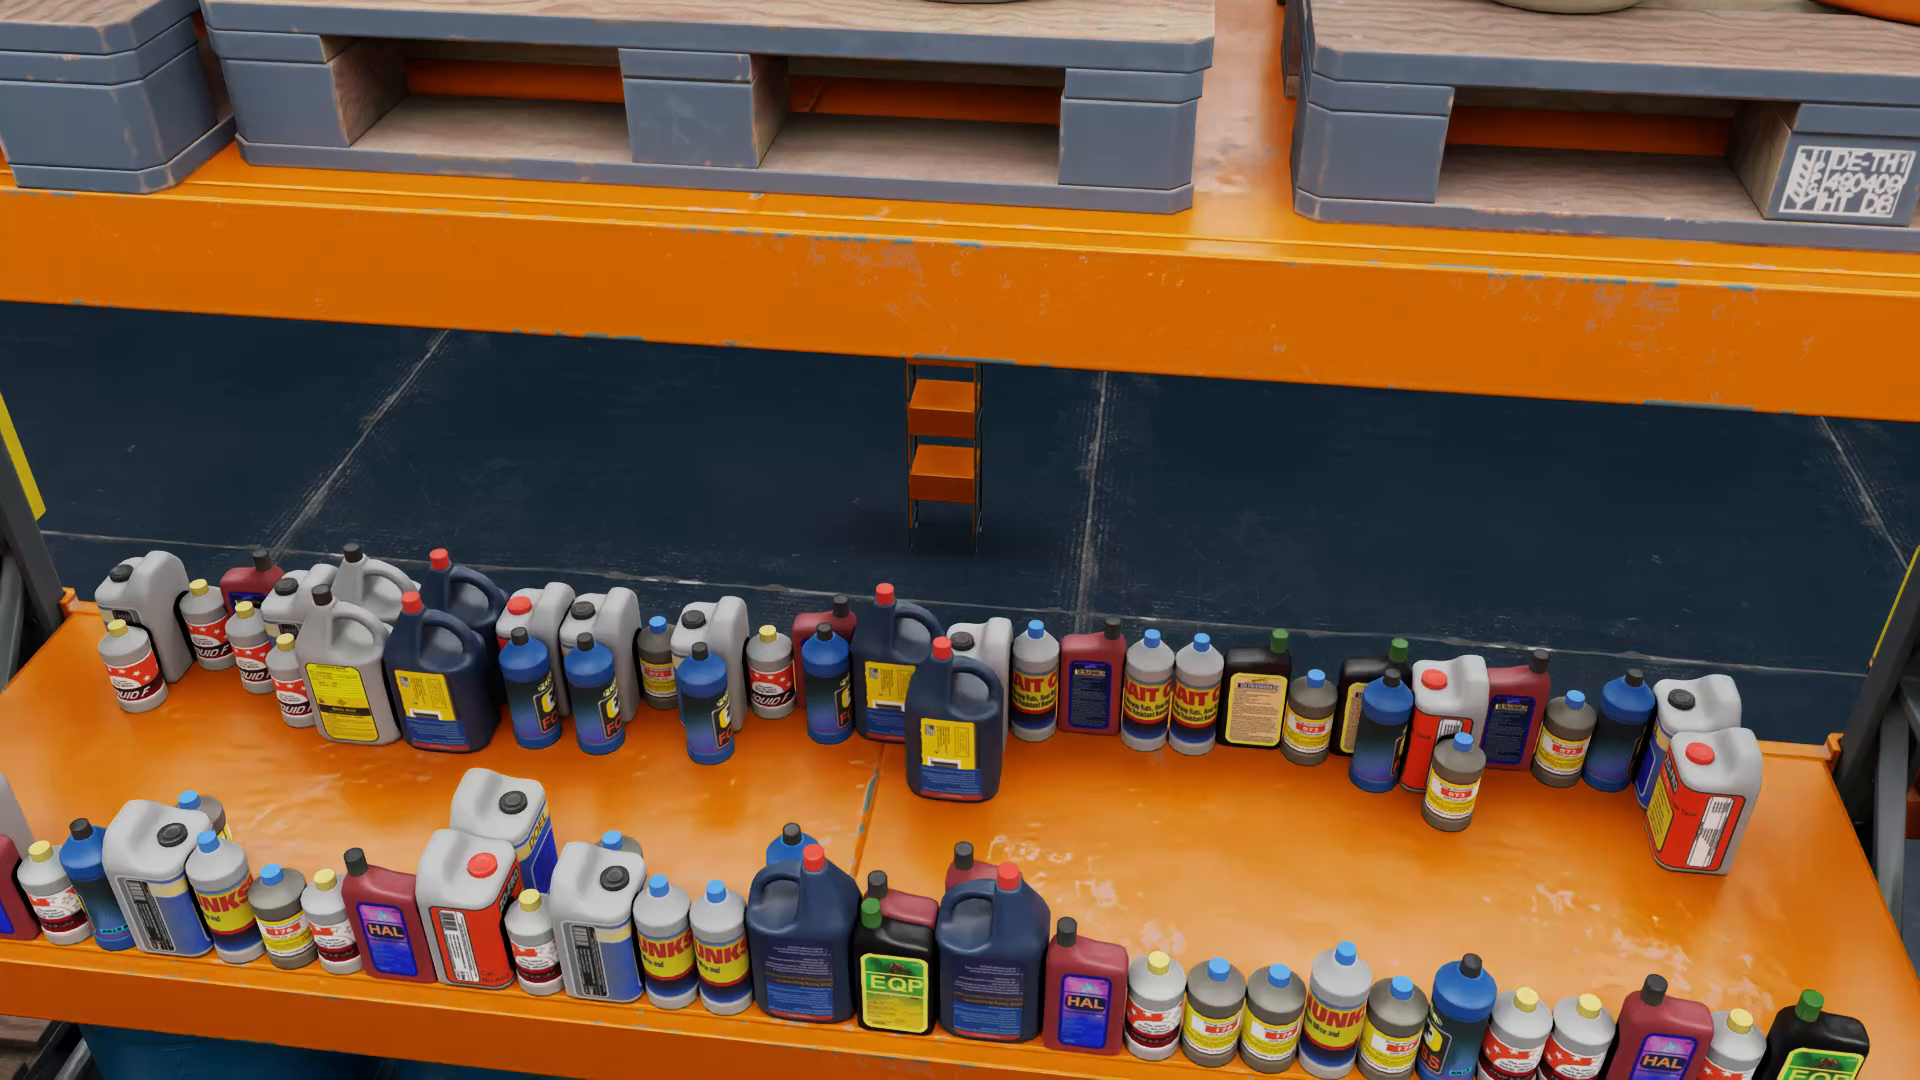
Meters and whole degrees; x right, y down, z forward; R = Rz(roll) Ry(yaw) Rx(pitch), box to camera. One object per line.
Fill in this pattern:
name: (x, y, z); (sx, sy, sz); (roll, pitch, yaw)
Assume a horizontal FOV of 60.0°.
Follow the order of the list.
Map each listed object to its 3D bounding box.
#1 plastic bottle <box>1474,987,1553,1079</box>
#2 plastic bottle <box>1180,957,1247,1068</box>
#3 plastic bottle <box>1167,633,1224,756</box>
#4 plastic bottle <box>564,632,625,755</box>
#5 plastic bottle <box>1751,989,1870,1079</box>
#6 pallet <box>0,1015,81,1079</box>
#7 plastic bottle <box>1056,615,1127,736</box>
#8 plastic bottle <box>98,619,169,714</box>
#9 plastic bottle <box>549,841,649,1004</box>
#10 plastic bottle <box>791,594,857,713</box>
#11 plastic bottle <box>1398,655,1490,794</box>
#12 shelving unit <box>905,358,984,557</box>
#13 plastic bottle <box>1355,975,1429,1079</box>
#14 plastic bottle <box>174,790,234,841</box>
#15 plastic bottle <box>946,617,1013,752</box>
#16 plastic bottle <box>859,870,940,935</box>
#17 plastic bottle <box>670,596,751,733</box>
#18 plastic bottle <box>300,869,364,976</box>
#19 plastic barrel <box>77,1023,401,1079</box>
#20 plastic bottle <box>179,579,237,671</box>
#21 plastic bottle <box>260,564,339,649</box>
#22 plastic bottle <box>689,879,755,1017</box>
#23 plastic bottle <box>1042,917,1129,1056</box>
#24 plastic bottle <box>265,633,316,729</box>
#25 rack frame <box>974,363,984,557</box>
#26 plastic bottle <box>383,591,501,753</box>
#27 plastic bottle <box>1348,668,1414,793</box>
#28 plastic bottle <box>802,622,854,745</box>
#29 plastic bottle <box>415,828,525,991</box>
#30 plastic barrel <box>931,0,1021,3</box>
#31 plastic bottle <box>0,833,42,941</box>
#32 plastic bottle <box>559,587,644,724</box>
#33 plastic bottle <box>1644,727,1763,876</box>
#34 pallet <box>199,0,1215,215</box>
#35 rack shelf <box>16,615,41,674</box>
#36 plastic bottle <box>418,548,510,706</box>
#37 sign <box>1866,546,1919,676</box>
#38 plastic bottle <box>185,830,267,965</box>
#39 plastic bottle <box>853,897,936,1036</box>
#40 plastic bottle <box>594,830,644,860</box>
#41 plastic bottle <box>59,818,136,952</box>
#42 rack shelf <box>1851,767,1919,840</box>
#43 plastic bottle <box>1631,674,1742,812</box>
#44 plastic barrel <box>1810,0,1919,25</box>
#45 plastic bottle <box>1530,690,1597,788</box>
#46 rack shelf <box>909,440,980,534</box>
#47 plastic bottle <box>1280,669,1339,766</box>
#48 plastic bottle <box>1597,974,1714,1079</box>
plastic bottle: (0.904, 0.808, 2.707); (0.097, 0.201, 0.097); (0, 36, 0)
plastic bottle: (0.421, 0.772, 2.757); (0.097, 0.201, 0.097); (0, 36, 0)
plastic bottle: (0.477, 0.303, 3.354); (0.097, 0.271, 0.097); (0, 36, 0)
plastic bottle: (-0.740, 0.301, 3.356); (0.097, 0.271, 0.097); (0, 36, 0)
plastic bottle: (1.341, 0.818, 2.622); (0.133, 0.283, 0.061); (4, 36, 6)
pallet: (-2.905, 1.362, 4.160); (1.213, 0.211, 1.003); (4, 36, 6)
plastic bottle: (0.268, 0.272, 3.387); (0.133, 0.283, 0.061); (4, 36, 6)
plastic bottle: (-1.736, 0.256, 3.481); (0.097, 0.201, 0.097); (0, 36, 0)
plastic bottle: (-0.612, 0.649, 2.866); (0.135, 0.276, 0.152); (4, 36, 6)
plastic bottle: (-0.277, 0.231, 3.444); (0.133, 0.283, 0.061); (4, 36, 6)
plastic bottle: (0.950, 0.353, 3.281); (0.135, 0.276, 0.152); (4, 36, 6)
shelving unit: (-0.053, -0.431, 5.951); (0.252, 1.050, 0.215); (4, 36, 6)
plastic bottle: (0.710, 0.794, 2.727); (0.097, 0.201, 0.097); (0, 36, 0)
plastic bottle: (-1.400, 0.547, 3.072); (0.097, 0.201, 0.097); (0, 36, 0)
plastic bottle: (0.033, 0.284, 3.376); (0.135, 0.276, 0.152); (4, 36, 6)
plastic bottle: (-0.100, 0.675, 2.823); (0.133, 0.283, 0.061); (4, 36, 6)
plastic bottle: (-0.513, 0.243, 3.434); (0.135, 0.276, 0.152); (4, 36, 6)
plastic bottle: (-1.093, 0.659, 2.915); (0.097, 0.201, 0.097); (0, 36, 0)
plastic barrel: (-1.633, 0.992, 3.723); (0.708, 0.901, 0.600); (4, 36, 6)
plastic bottle: (-1.620, 0.175, 3.593); (0.097, 0.201, 0.097); (0, 36, 0)
plastic bottle: (-1.376, 0.179, 3.524); (0.135, 0.276, 0.152); (4, 36, 6)
plastic bottle: (-0.404, 0.682, 2.823); (0.097, 0.271, 0.097); (0, 36, 0)
plastic bottle: (0.207, 0.733, 2.741); (0.133, 0.283, 0.061); (4, 36, 6)
plastic bottle: (-1.374, 0.283, 3.443); (0.097, 0.201, 0.097); (0, 36, 0)
rack frame: (0.068, -0.422, 5.938); (0.008, 1.050, 0.200); (4, 36, 6)
plastic bottle: (-1.052, 0.255, 3.353); (0.185, 0.351, 0.144); (4, 36, 6)
plastic bottle: (0.830, 0.365, 3.267); (0.097, 0.271, 0.097); (0, 36, 0)
plastic bottle: (-0.270, 0.283, 3.382); (0.097, 0.271, 0.097); (0, 36, 0)
plastic bottle: (-0.842, 0.631, 2.890); (0.135, 0.276, 0.152); (4, 36, 6)
plastic barrel: (0.019, -0.937, 1.920); (0.433, 0.535, 0.433); (0, 36, 0)
plastic bottle: (-1.729, 0.589, 2.943); (0.133, 0.283, 0.061); (4, 36, 6)
plastic bottle: (-0.743, 0.226, 3.458); (0.135, 0.276, 0.152); (4, 36, 6)
plastic bottle: (1.389, 0.474, 3.110); (0.135, 0.276, 0.152); (4, 36, 6)
pallet: (-0.256, -0.802, 2.371); (1.213, 0.211, 1.003); (4, 36, 6)
rack shelf: (-4.155, 0.403, 3.722); (4.000, 0.370, 1.077); (4, 36, 6)
plastic bottle: (-1.034, 0.172, 3.470); (0.185, 0.351, 0.144); (4, 36, 6)
sign: (1.860, 0.171, 3.288); (0.005, 0.325, 0.100); (4, 36, 6)
plastic bottle: (-1.286, 0.616, 2.915); (0.097, 0.271, 0.097); (0, 36, 0)
plastic bottle: (-0.108, 0.710, 2.774); (0.133, 0.283, 0.061); (4, 36, 6)
plastic bottle: (-0.614, 0.606, 2.990); (0.097, 0.201, 0.097); (0, 36, 0)
plastic bottle: (-1.516, 0.599, 2.939); (0.097, 0.271, 0.097); (0, 36, 0)
rack shelf: (3.780, 0.995, 2.892); (4.000, 0.370, 1.077); (4, 36, 6)
plastic bottle: (1.409, 0.387, 3.233); (0.135, 0.276, 0.152); (4, 36, 6)
plastic barrel: (1.234, -1.056, 1.834); (0.708, 0.830, 0.600); (4, 36, 6)
plastic bottle: (1.201, 0.386, 3.299); (0.097, 0.201, 0.097); (0, 36, 0)
rack shelf: (-0.053, -0.196, 6.118); (0.240, 0.259, 0.215); (4, 36, 6)
plastic bottle: (0.706, 0.349, 3.350); (0.097, 0.201, 0.097); (0, 36, 0)
plastic bottle: (1.112, 0.801, 2.646); (0.133, 0.283, 0.061); (4, 36, 6)
